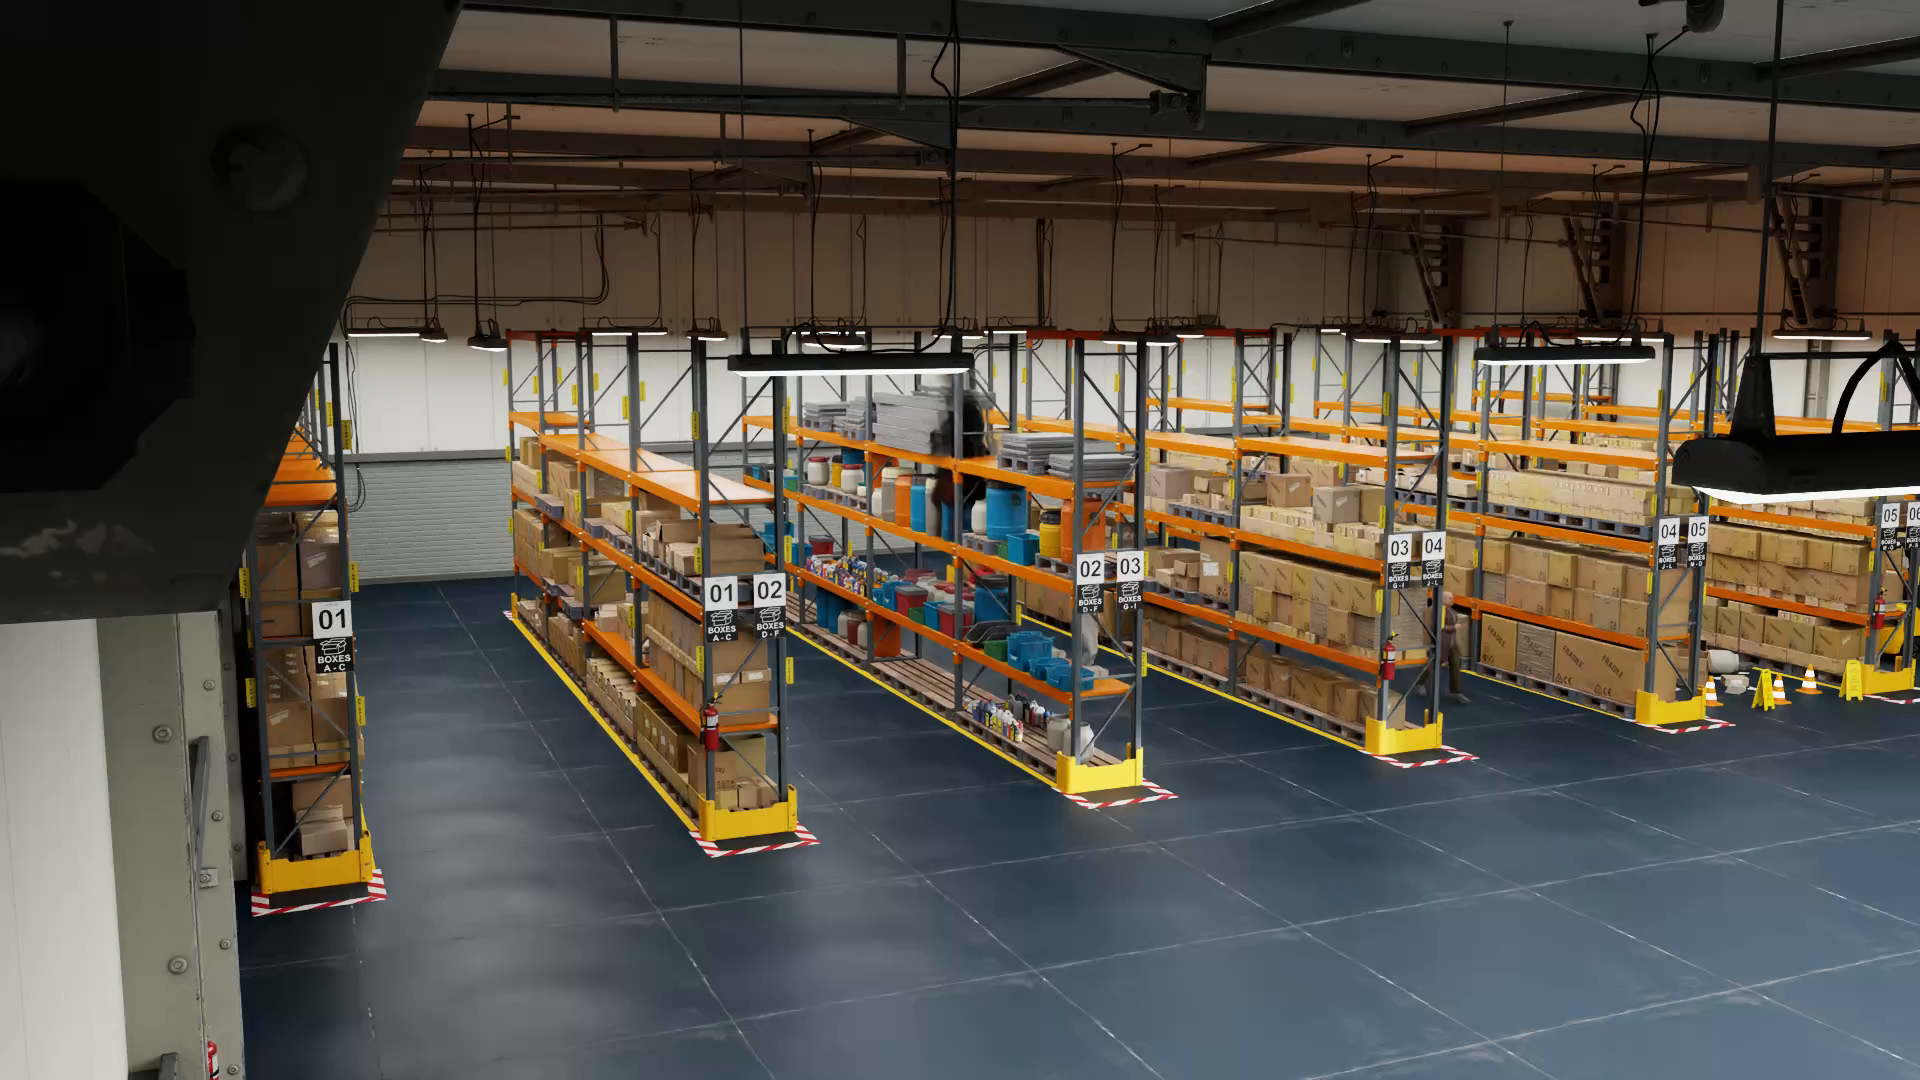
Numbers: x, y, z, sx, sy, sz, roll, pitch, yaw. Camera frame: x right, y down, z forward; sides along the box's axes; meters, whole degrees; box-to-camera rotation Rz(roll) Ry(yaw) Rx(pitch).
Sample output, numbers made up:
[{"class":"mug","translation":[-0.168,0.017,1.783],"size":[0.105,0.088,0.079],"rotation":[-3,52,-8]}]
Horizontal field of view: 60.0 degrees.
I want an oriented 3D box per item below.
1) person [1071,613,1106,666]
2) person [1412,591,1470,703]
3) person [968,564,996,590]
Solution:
[{"class":"person","translation":[2.136,1.526,27.288],"size":[0.556,1.645,0.544],"rotation":[-5,9,-32]},{"class":"person","translation":[7.907,1.722,27.269],"size":[0.705,1.798,1.009],"rotation":[-7,11,-43]},{"class":"person","translation":[0.477,1.130,32.131],"size":[0.674,1.681,0.782],"rotation":[-5,9,-30]}]
